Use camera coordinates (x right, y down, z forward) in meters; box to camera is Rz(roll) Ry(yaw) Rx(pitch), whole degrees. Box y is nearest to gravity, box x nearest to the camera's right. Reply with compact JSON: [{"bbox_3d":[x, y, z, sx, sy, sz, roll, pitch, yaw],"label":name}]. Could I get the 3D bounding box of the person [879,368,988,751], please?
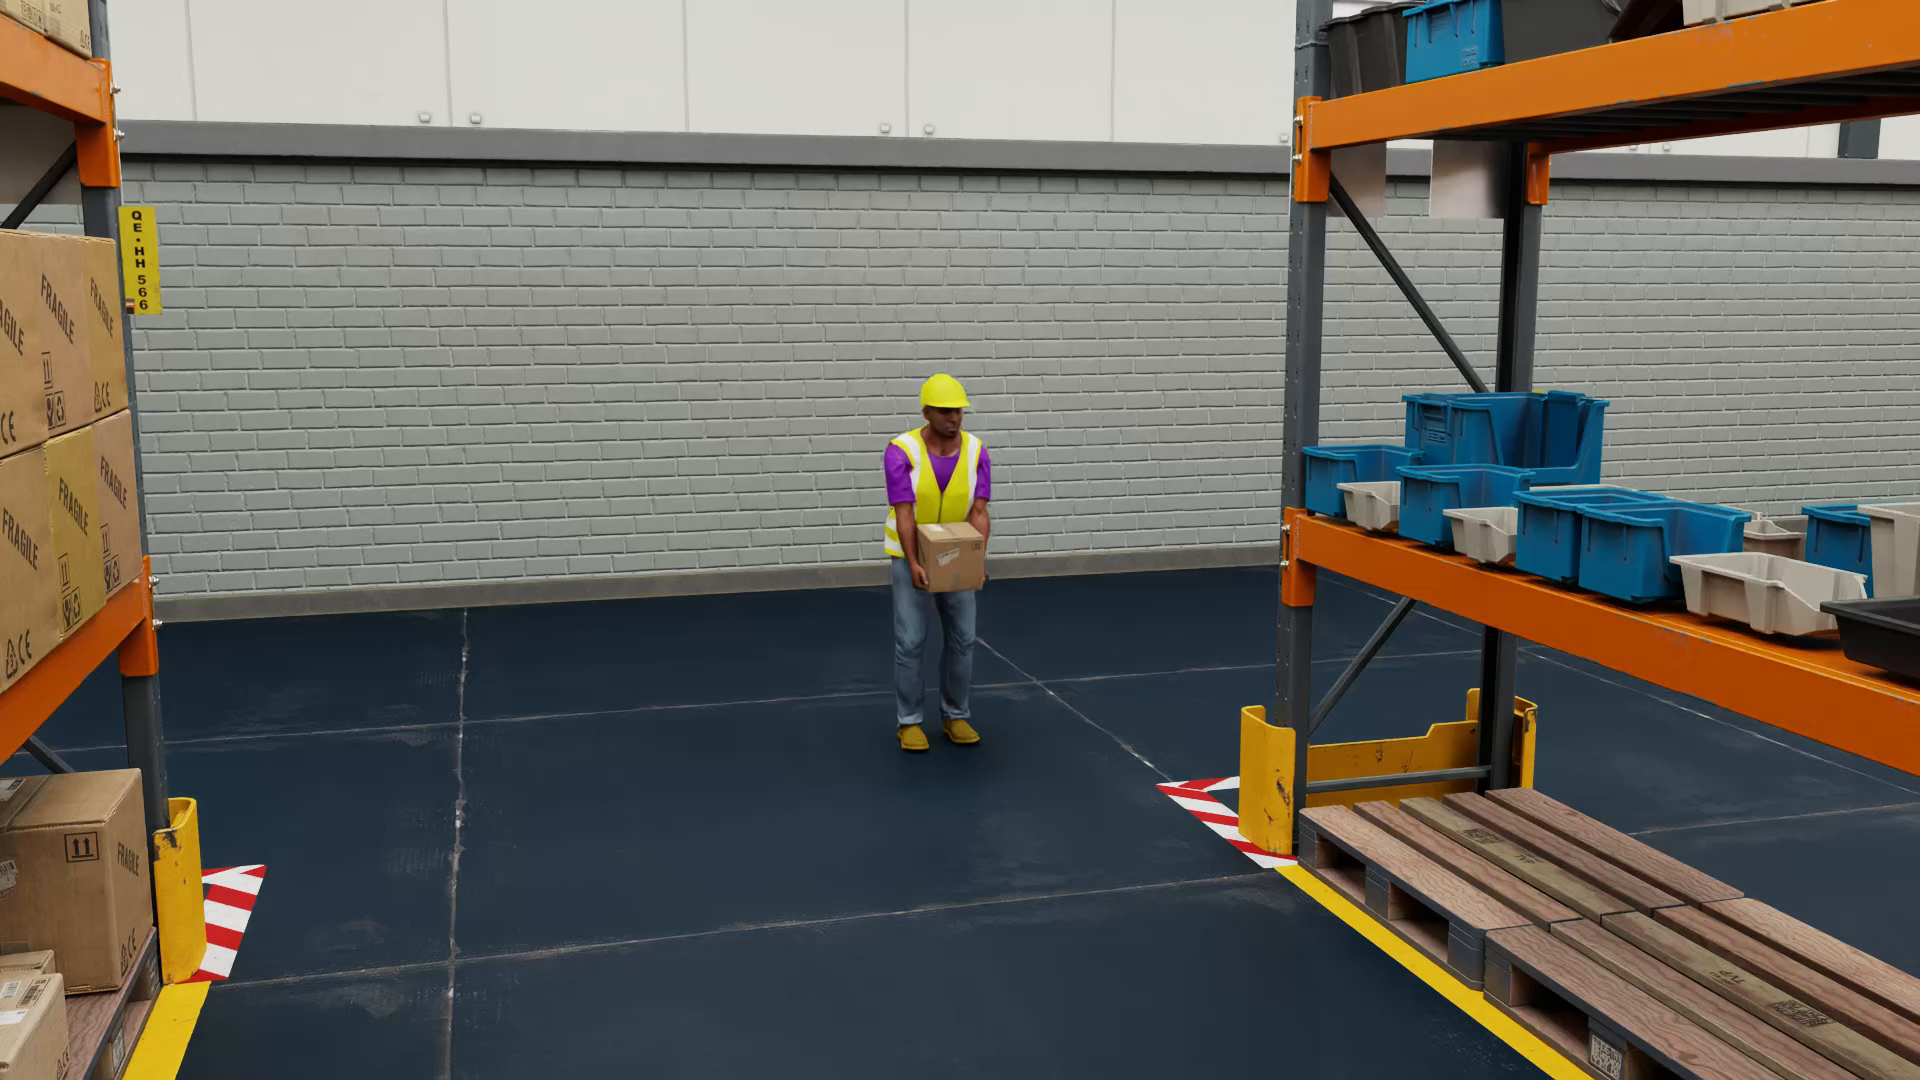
[{"bbox_3d":[-0.092,0.094,7.723,0.505,1.763,0.557,-3,10,-16],"label":"person"}]
